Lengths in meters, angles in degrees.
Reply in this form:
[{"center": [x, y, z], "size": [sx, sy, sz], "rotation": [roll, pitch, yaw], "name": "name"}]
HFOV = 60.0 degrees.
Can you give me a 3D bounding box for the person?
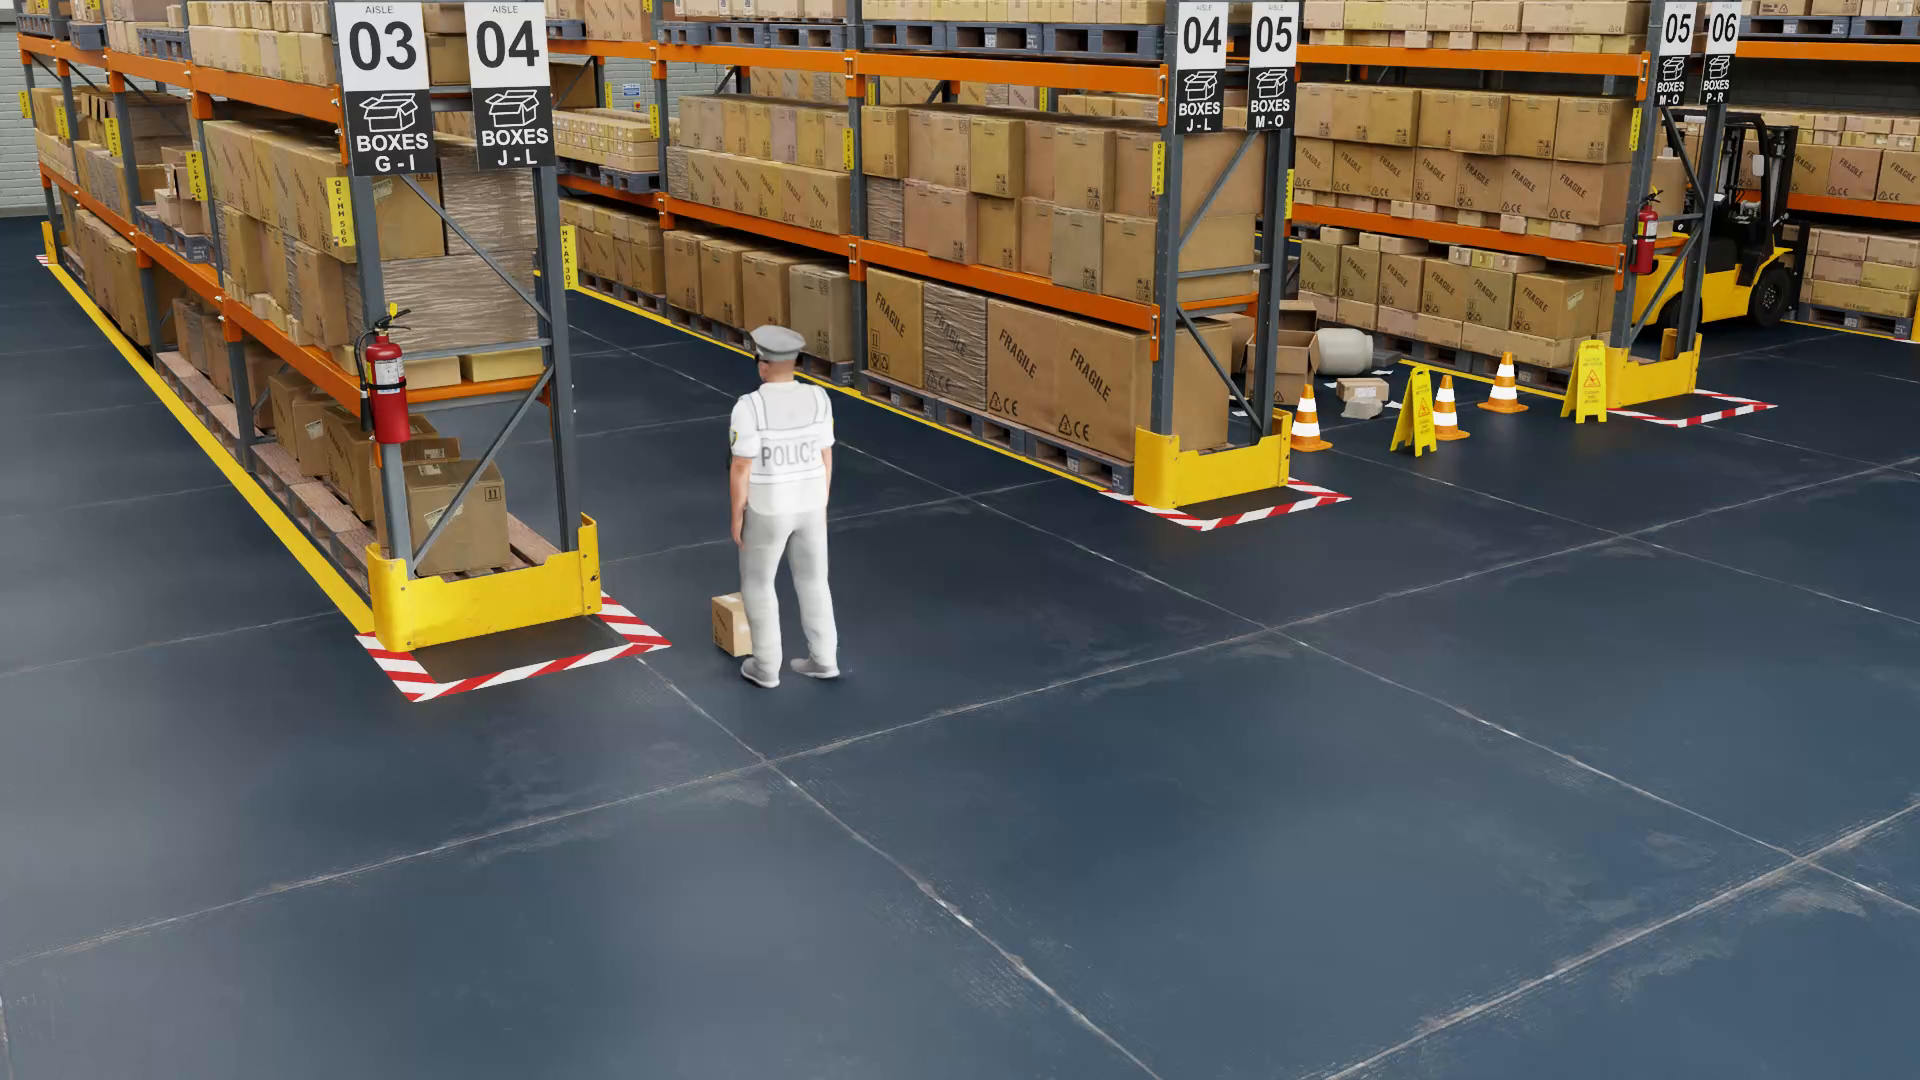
[{"center": [-0.873, -0.147, 8.020], "size": [0.528, 1.785, 0.400], "rotation": [-11, 21, -30], "name": "person"}]
